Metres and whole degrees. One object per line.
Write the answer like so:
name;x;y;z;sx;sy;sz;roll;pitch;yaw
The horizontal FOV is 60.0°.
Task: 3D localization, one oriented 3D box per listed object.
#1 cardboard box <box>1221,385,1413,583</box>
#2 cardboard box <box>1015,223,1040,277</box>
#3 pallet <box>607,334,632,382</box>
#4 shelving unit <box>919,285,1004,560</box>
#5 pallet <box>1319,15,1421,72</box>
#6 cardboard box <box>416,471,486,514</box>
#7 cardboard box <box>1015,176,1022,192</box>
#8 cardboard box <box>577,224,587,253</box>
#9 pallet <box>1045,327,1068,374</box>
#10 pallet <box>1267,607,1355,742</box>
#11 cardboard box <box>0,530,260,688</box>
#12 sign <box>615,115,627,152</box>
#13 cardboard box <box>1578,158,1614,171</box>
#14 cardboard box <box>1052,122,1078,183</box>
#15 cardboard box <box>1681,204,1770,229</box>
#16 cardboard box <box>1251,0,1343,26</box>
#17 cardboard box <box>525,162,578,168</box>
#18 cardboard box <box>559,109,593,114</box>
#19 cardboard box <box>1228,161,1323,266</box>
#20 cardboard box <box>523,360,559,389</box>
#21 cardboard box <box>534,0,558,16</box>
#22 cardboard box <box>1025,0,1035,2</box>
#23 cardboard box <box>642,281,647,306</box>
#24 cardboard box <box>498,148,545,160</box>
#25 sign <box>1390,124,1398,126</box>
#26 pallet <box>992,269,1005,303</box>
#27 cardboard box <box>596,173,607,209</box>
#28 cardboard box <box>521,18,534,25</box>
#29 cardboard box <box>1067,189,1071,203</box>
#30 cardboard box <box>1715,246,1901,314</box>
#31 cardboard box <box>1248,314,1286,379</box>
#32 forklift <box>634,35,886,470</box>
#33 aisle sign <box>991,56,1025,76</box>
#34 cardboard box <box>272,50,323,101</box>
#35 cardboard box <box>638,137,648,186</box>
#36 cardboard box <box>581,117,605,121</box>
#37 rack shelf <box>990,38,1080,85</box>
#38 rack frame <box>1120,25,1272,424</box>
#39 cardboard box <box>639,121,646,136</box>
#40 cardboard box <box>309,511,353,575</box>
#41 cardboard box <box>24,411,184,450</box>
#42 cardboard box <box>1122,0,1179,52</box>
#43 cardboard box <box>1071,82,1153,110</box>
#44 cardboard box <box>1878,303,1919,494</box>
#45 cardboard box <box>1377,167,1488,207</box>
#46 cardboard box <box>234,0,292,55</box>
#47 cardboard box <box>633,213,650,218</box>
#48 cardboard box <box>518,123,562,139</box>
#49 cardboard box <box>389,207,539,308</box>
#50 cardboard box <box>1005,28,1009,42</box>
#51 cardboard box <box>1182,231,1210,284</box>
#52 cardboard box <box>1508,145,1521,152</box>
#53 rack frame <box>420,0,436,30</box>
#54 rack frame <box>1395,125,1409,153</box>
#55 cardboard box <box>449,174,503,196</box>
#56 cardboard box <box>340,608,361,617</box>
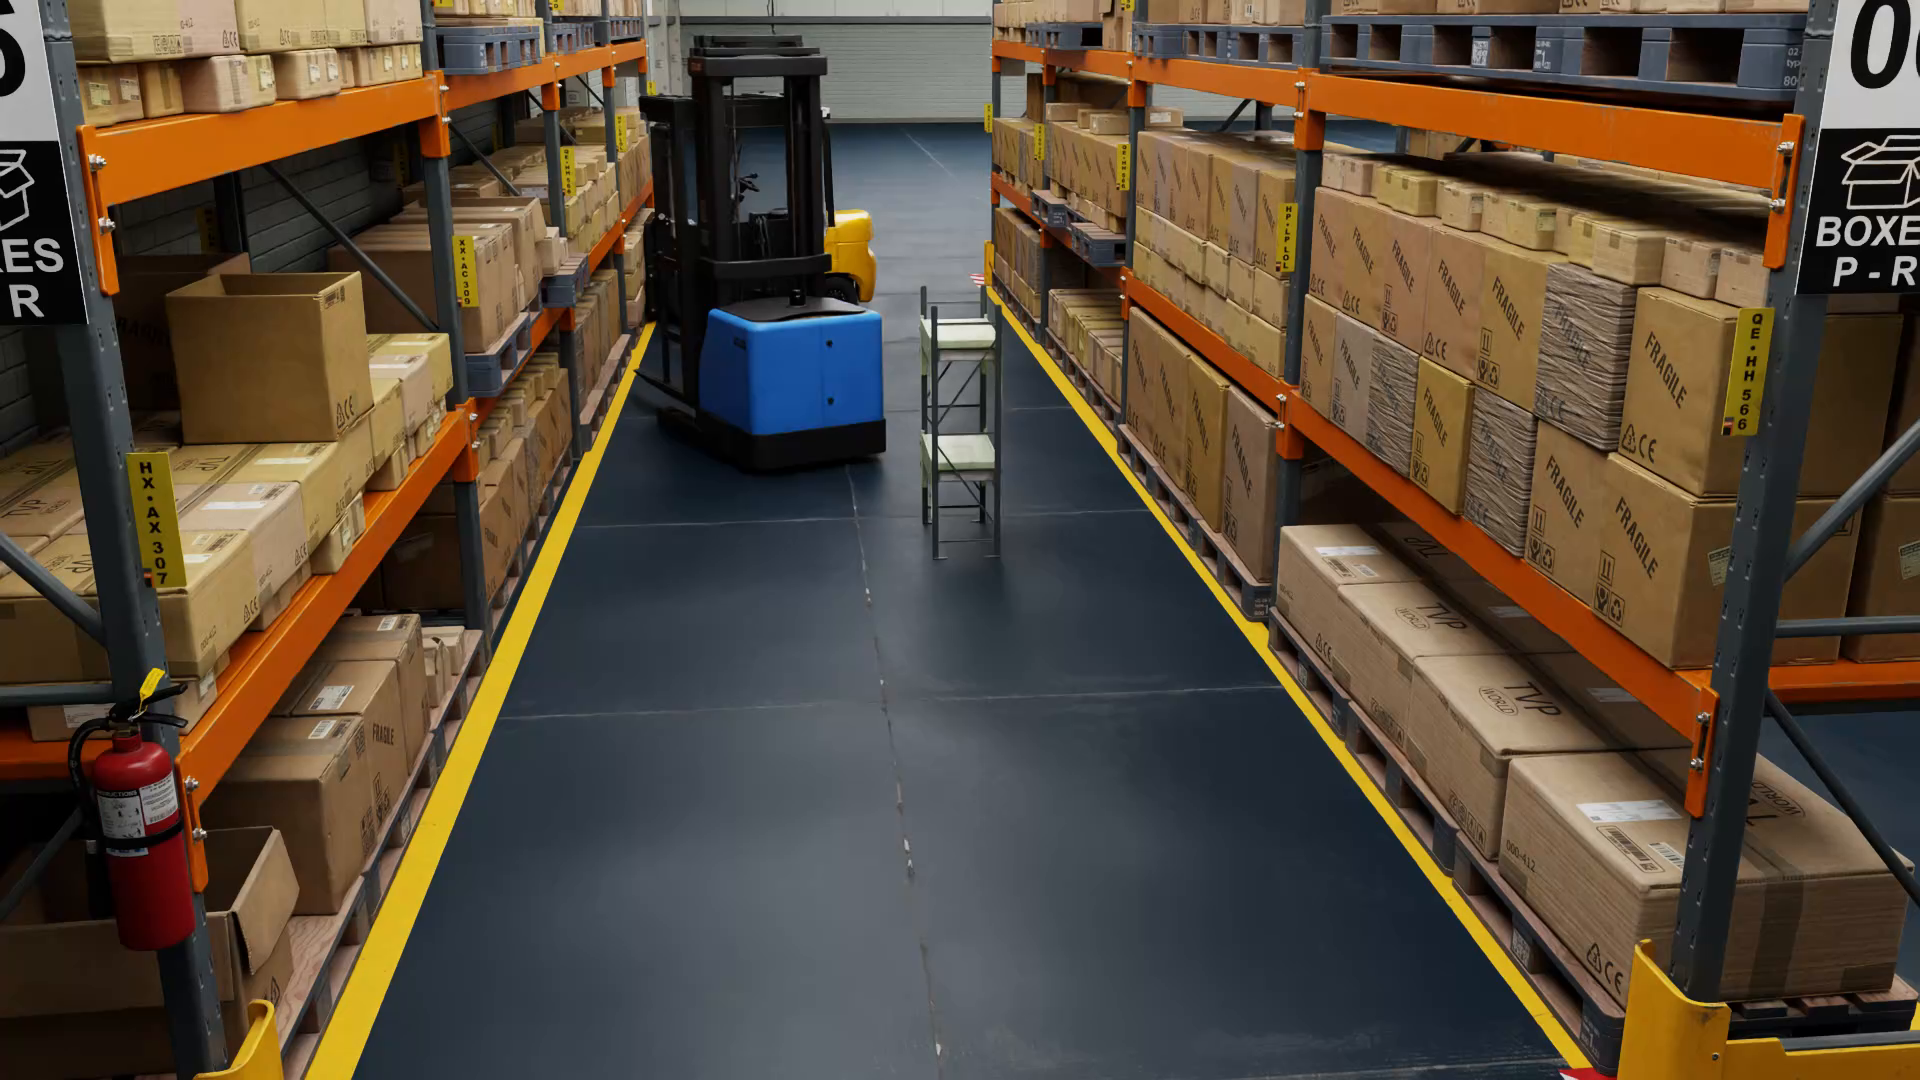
cardboard box;1.971;-0.329;9.064;0.875;0.875;0.875;-1;17;-4
cardboard box;0.853;-3.061;17.558;0.500;0.500;0.500;-1;17;-3
pallet;-3.533;-1.641;15.050;1.003;0.211;1.213;-2;18;-6
shelving unit;-0.001;-0.718;9.959;0.431;1.500;0.755;-2;18;-6
pallet;2.188;-2.105;7.015;1.003;0.211;1.213;-2;18;-6
cardboard box;-2.595;-0.238;8.317;0.380;0.149;0.250;-1;17;-3
cardboard box;0.786;-3.766;17.583;0.380;0.149;0.250;-2;18;-5
cardboard box;-3.085;-2.216;12.477;0.500;0.250;0.500;-2;18;-7
pallet;1.371;-1.781;15.499;1.003;0.211;1.213;-2;18;-6
pallet;2.115;0.599;7.916;1.003;0.211;1.213;-2;18;-6
cardboard box;-2.189;0.172;4.375;0.500;0.250;0.500;-2;18;-5
sign;-3.109;-3.724;15.229;0.100;0.325;0.005;-2;18;-6
cardboard box;6.042;-3.259;15.383;0.500;0.500;0.500;-2;18;-5
cardboard box;1.105;-3.436;14.749;0.500;0.500;0.500;-2;18;-5
cardboard box;2.631;-1.028;5.526;0.380;0.149;0.250;-2;18;-5
cardboard box;1.815;-2.805;8.545;0.500;0.311;0.500;-2;18;-6
cardboard box;-3.241;-2.918;13.213;0.380;0.149;0.250;-2;18;-6
cardboard box;-4.203;-4.616;18.127;0.380;0.149;0.250;-1;17;-5
cardboard box;1.758;-1.764;8.953;0.500;0.500;0.500;-1;17;-5
cardboard box;-2.873;-1.095;11.047;0.380;0.149;0.250;-3;18;-9
cardboard box;-2.969;-3.679;11.401;0.380;0.166;0.250;-2;18;-6
cardboard box;0.841;-5.352;16.296;0.380;0.149;0.250;-1;17;-4
cardboard box;-3.504;-2.536;17.135;0.500;0.250;0.500;-1;17;-5
cardboard box;-3.849;-3.354;14.602;0.380;0.149;0.250;-2;18;-7
sign;5.237;-5.154;20.009;0.100;0.325;0.005;-2;18;-6
pallet;0.933;-2.939;19.187;1.003;0.211;1.213;-2;18;-6
cardboard box;-3.235;-2.912;13.862;0.500;0.250;0.500;-1;17;-5
cardboard box;-2.888;-3.062;10.165;0.500;0.250;0.500;-2;18;-5
cardboard box;1.139;-3.015;14.492;0.380;0.149;0.250;-2;17;-5
cardboard box;2.291;-0.704;4.491;0.380;0.149;0.250;-2;17;-5
cardboard box;1.817;-1.015;8.651;0.500;0.250;0.500;-2;18;-7
forklift;-1.703;-2.279;12.543;1.130;2.935;3.031;-10;20;-28
aisle sign;0.562;-5.785;19.255;0.394;0.787;0.004;-2;18;-6
cardboard box;-2.273;-1.487;5.318;0.380;0.149;0.250;-2;18;-6
cardboard box;-3.704;-4.135;18.175;0.500;0.500;0.500;-1;17;-4
cardboard box;-3.597;-4.174;16.718;0.380;0.149;0.250;-2;18;-6
rack shelf;1.083;-5.028;17.376;1.077;0.370;4.000;-2;18;-6
rack frame;1.702;-2.152;12.024;1.000;3.000;0.127;-2;18;-6
cardboard box;-3.690;-4.568;18.471;0.380;0.149;0.250;-1;17;-5
cardboard box;-2.254;0.014;5.544;0.380;0.149;0.250;-2;18;-7
cardboard box;-2.873;-0.270;5.784;0.500;0.250;0.500;-2;18;-6
cardboard box;1.614;-3.914;12.460;0.700;0.500;0.500;-2;18;-6
cardboard box;1.460;-4.148;16.050;0.700;0.500;0.500;-2;18;-6
cardboard box;2.761;-0.445;4.751;0.500;0.500;0.500;-2;18;-7
cardboard box;1.964;-1.466;6.919;0.380;0.149;0.250;-2;18;-6
cardboard box;-2.297;-1.560;4.884;0.500;0.250;0.500;-2;18;-7
cardboard box;-3.644;-3.467;18.433;0.500;0.250;0.500;-1;17;-5
cardboard box;-3.966;-3.850;15.687;0.380;0.149;0.250;-2;18;-7
cardboard box;-2.784;-1.593;9.376;0.700;0.500;0.500;-2;18;-6
cardboard box;0.697;-5.582;18.362;0.380;0.149;0.250;-1;17;-4
cardboard box;1.639;-1.706;10.019;0.500;0.250;0.500;-1;17;-5
cardboard box;6.073;-3.871;17.249;0.875;0.550;0.550;-2;18;-6
rack frame;-2.822;-3.668;6.837;1.000;3.000;0.127;-2;18;-6
rack frame;5.790;-4.719;20.199;1.000;3.000;0.127;-2;18;-6
cardboard box;-3.574;-2.599;12.198;0.380;0.149;0.250;-2;18;-6
cardboard box;-2.989;0.481;7.426;0.500;0.311;0.500;-1;17;-4
